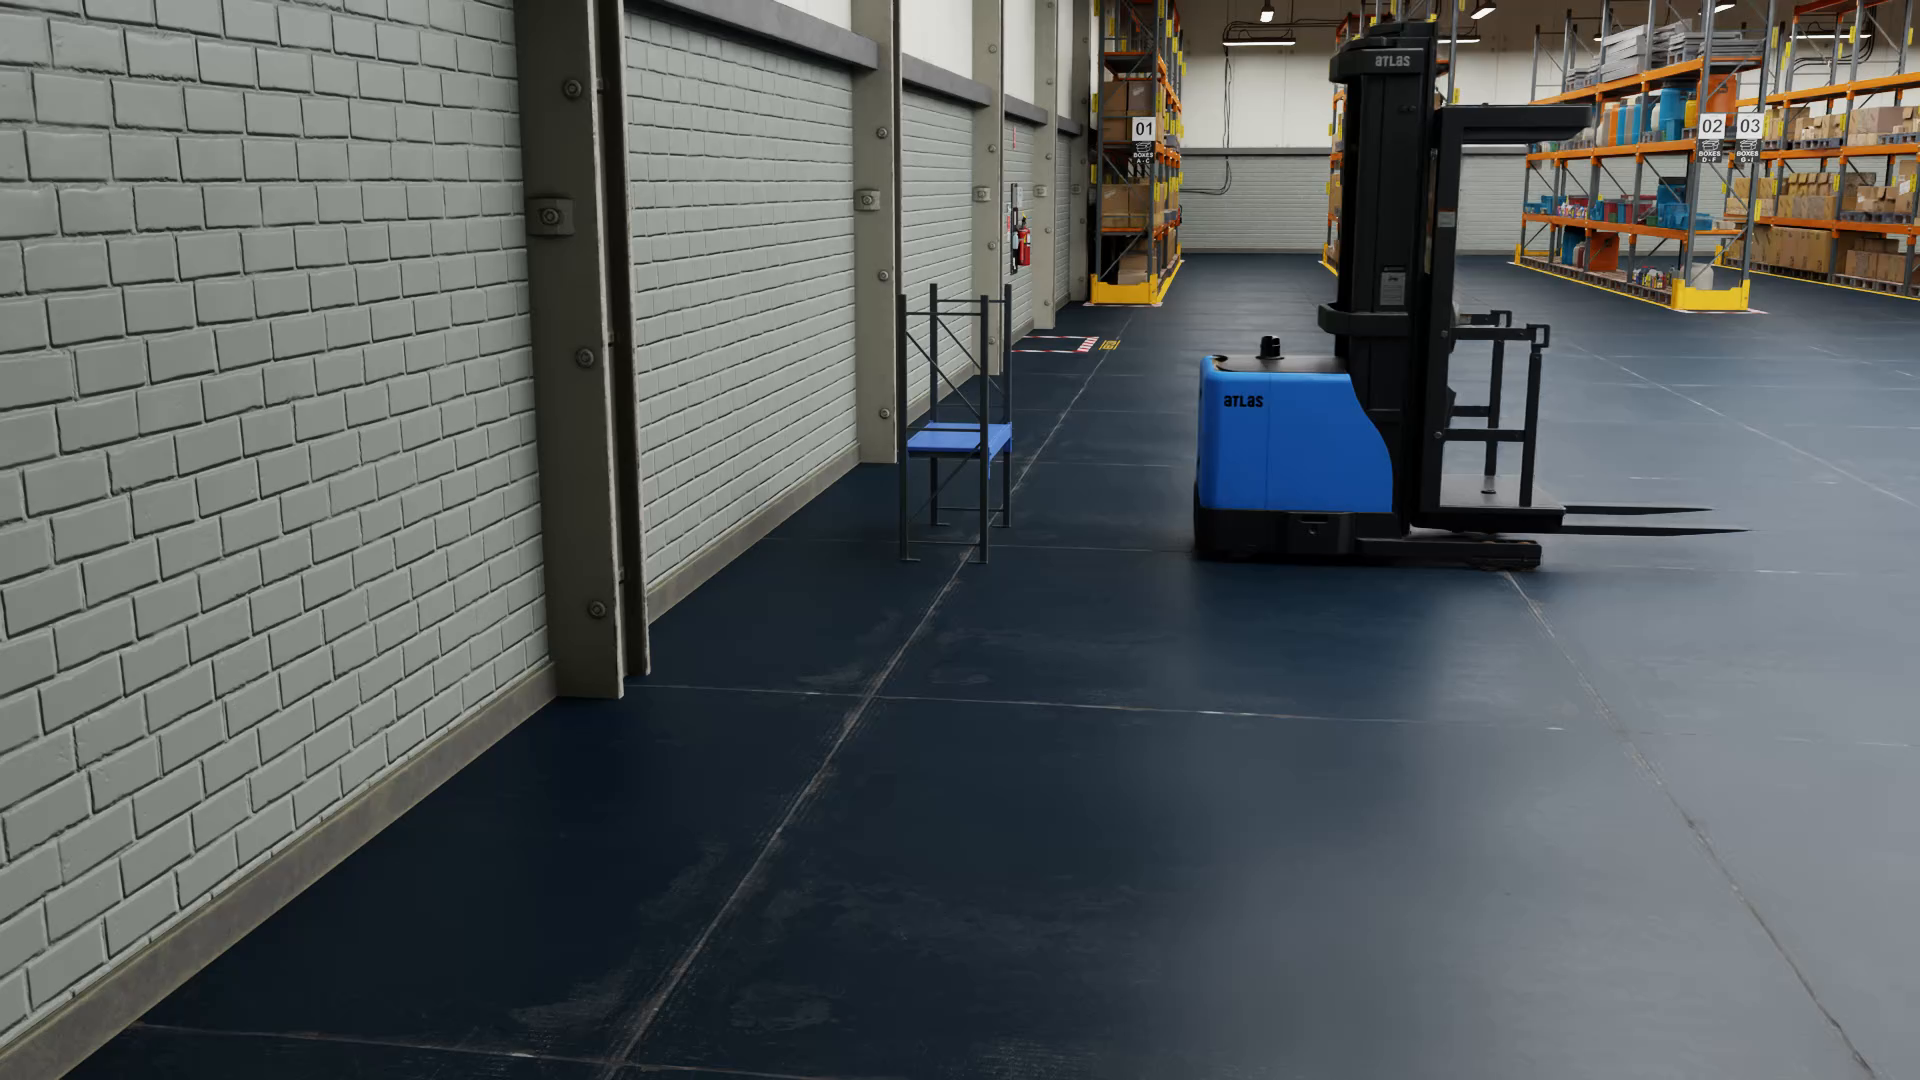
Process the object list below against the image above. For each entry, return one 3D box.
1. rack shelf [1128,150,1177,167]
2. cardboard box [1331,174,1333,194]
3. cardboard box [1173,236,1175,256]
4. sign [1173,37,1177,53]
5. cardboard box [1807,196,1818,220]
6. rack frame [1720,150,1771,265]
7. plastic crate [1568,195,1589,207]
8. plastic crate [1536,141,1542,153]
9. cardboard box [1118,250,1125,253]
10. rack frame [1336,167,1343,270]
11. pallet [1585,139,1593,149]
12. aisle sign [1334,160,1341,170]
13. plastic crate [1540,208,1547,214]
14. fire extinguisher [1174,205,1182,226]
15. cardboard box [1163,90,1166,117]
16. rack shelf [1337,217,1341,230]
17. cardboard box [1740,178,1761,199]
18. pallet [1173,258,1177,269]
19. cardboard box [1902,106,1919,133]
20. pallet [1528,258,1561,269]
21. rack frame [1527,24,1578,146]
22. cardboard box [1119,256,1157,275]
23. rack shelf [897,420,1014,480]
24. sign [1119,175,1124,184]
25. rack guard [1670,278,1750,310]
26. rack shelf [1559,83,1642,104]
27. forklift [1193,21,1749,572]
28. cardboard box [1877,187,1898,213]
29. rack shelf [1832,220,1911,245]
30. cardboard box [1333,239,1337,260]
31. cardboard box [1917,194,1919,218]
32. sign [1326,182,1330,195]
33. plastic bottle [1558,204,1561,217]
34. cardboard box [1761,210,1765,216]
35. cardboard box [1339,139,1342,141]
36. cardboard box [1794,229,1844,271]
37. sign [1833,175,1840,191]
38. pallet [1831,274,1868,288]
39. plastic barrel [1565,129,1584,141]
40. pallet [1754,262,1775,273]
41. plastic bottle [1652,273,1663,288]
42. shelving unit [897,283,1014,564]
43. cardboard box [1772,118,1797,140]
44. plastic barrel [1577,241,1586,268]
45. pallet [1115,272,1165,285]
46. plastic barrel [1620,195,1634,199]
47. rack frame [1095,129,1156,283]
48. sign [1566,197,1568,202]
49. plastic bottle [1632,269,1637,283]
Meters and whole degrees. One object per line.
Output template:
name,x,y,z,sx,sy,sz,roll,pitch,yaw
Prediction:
rack shelf,4.435,-8.870,38.618,1.077,0.370,4.000,2,12,9
cardboard box,9.852,-9.189,42.902,0.500,0.500,0.500,2,12,9
cardboard box,5.272,-7.734,43.698,0.700,0.500,0.500,2,12,8
sign,4.665,-10.751,36.115,0.100,0.325,0.005,2,12,9
cardboard box,18.801,-7.229,36.178,0.500,0.500,0.500,1,12,7
rack frame,20.041,-8.523,42.420,1.000,3.000,0.127,2,12,9
plastic crate,14.917,-8.089,40.112,0.402,0.464,0.583,2,12,9
plastic crate,14.641,-9.810,41.420,0.504,0.338,0.767,2,12,9
cardboard box,3.639,-5.762,34.500,0.700,0.500,0.500,2,12,8
rack frame,9.638,-8.012,40.049,1.000,3.000,0.127,2,12,9
pallet,14.131,-8.548,35.865,1.003,0.211,1.213,2,12,9
aisle sign,9.974,-10.139,43.749,0.394,0.787,0.004,2,12,9
plastic crate,14.503,-8.123,41.049,0.293,0.136,0.466,2,12,9
fire extinguisher,5.837,-8.800,44.778,0.296,0.674,0.183,2,12,9
cardboard box,3.629,-8.292,31.570,0.500,0.500,0.500,3,12,12
rack shelf,9.331,-7.244,38.193,1.077,0.370,4.000,2,12,9
cardboard box,19.550,-8.658,40.918,0.500,0.500,0.500,2,12,7
pallet,4.937,-6.964,41.807,1.003,0.211,1.213,2,12,9
cardboard box,18.510,-8.038,31.807,0.797,0.503,0.637,2,12,11
pallet,14.792,-6.896,41.492,1.003,0.211,1.213,2,12,9
rack frame,15.147,-11.616,42.532,1.000,3.000,0.127,2,12,9
cardboard box,3.343,-5.077,31.323,0.700,0.500,0.500,1,12,5
rack shelf,-0.013,-0.540,9.791,0.538,0.185,1.000,2,12,9
sign,3.579,-7.922,36.885,0.100,0.325,0.005,2,12,9
rack guard,12.652,-4.148,28.053,1.175,0.500,0.348,2,12,9
rack shelf,14.224,-9.820,36.855,1.077,0.370,4.000,2,12,9
forklift,2.902,-1.377,9.425,3.031,2.935,1.130,1,12,6
cardboard box,18.371,-6.644,32.462,0.797,0.503,0.637,3,13,14
rack shelf,18.503,-6.089,32.836,1.077,0.370,4.000,2,12,9
cardboard box,9.446,-7.133,40.859,0.500,0.500,0.500,2,12,9
cardboard box,18.065,-6.127,30.361,0.875,0.500,0.500,2,12,9
sign,9.717,-9.285,43.903,0.100,0.325,0.005,2,12,9
plastic bottle,14.034,-7.703,38.894,0.061,0.283,0.133,2,12,9
cardboard box,19.228,-7.748,39.423,0.380,0.149,0.250,2,12,8
cardboard box,9.445,-9.759,40.207,0.500,0.250,0.500,2,12,9
cardboard box,19.082,-6.352,36.395,1.225,0.875,0.875,2,12,9
sign,18.262,-7.441,34.651,0.100,0.325,0.005,2,12,9
pallet,18.689,-5.332,34.231,1.003,0.211,1.213,2,12,9
plastic barrel,14.203,-9.487,38.455,0.433,0.535,0.433,0,12,0
pallet,19.620,-6.483,39.572,1.003,0.211,1.213,2,12,9
plastic bottle,12.602,-4.684,30.029,0.152,0.276,0.135,2,12,9
shelving unit,-0.013,-0.715,9.753,0.538,1.500,1.048,2,12,9
cardboard box,19.487,-9.624,38.940,0.700,0.500,0.500,1,12,5
plastic barrel,14.149,-6.382,37.213,0.600,0.588,0.708,2,12,9
pallet,3.816,-5.560,35.291,1.003,0.211,1.213,2,12,9
plastic barrel,14.145,-6.978,34.929,0.600,0.536,0.708,2,12,9
rack frame,2.897,-5.673,29.199,1.000,3.000,0.127,2,12,9
sign,15.693,-8.748,43.080,0.100,0.325,0.005,2,12,9
plastic bottle,12.820,-5.014,31.572,0.097,0.271,0.097,0,12,0
